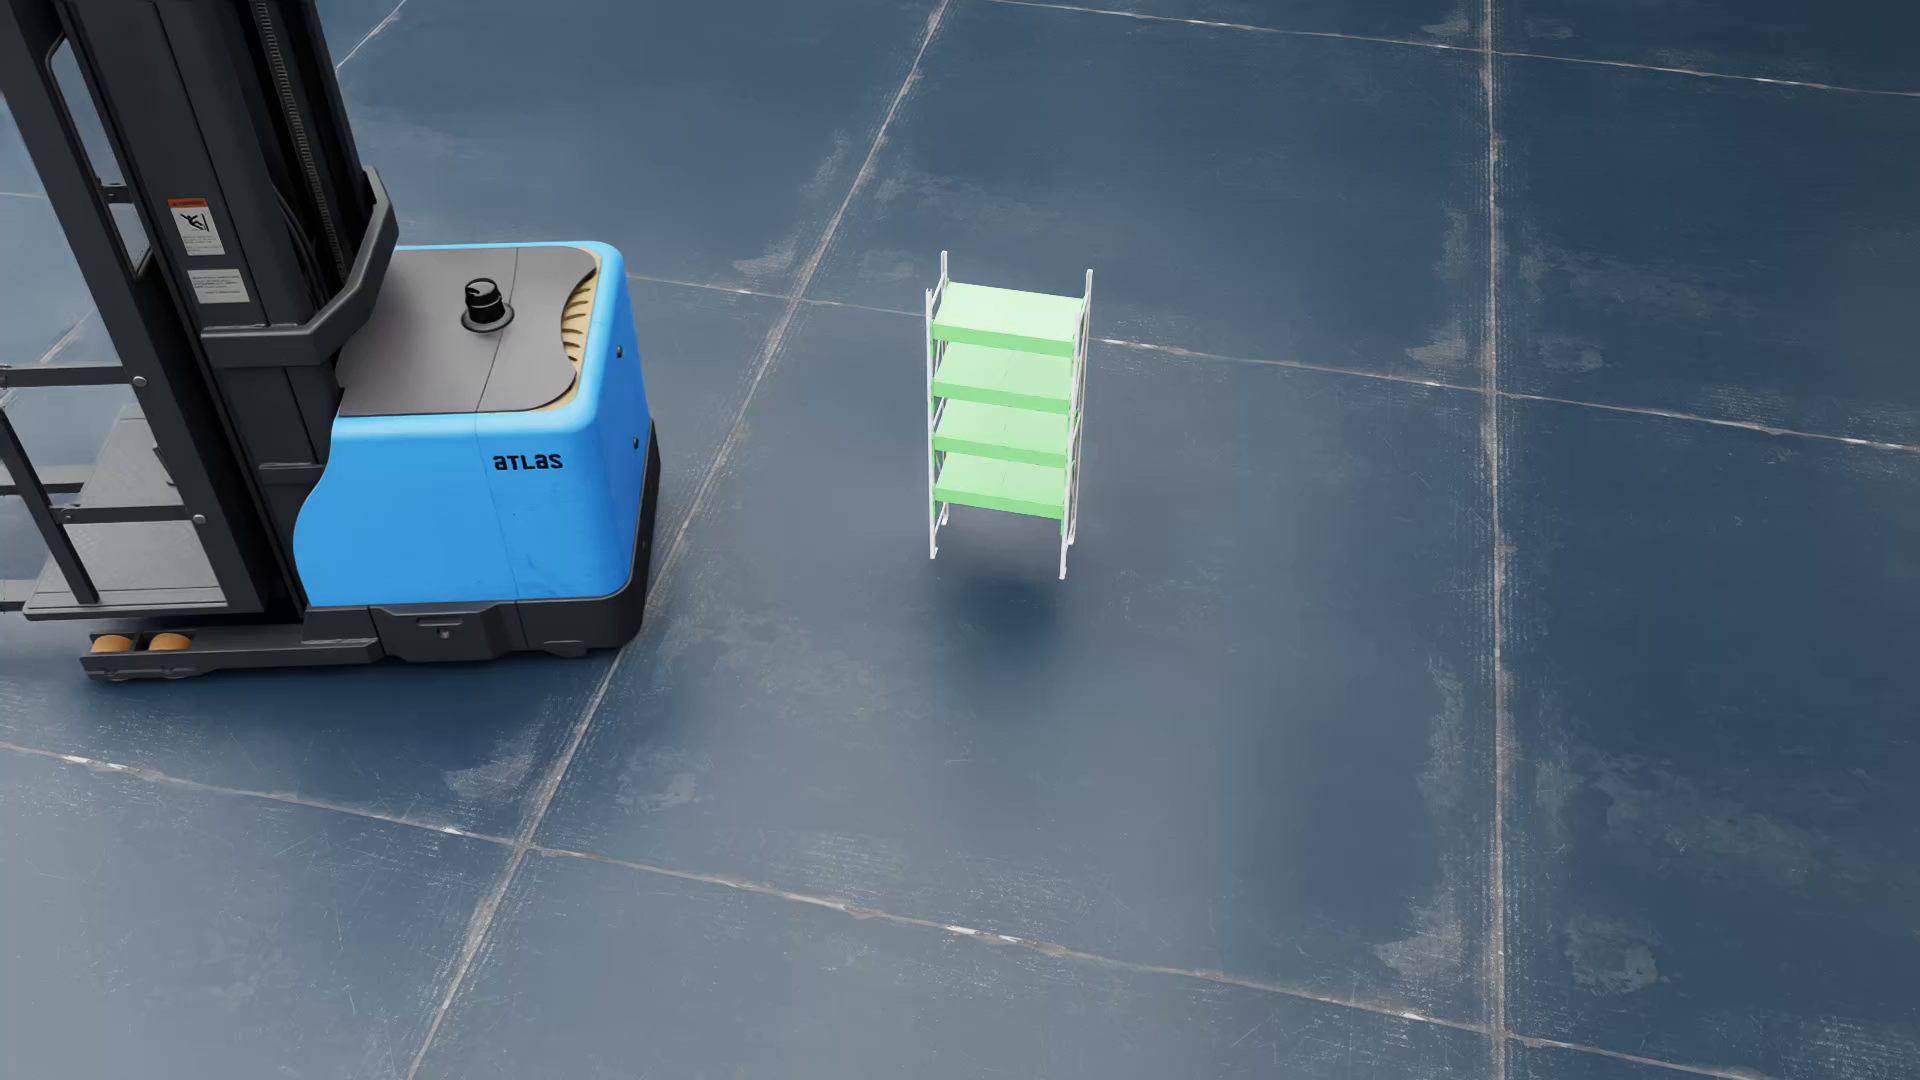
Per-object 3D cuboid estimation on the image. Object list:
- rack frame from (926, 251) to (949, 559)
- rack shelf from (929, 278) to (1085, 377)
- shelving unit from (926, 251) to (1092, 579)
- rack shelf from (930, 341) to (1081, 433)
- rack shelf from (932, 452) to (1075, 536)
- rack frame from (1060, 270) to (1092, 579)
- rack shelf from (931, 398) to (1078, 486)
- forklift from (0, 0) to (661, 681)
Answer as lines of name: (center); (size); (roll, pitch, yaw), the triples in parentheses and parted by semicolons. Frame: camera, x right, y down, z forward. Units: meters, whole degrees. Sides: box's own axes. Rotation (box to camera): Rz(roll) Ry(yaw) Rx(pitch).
rack frame: (-0.077, -0.444, 5.846); (0.015, 1.200, 0.240); (9, 45, 9)
rack shelf: (0.162, -0.707, 5.519); (0.480, 0.148, 0.258); (9, 45, 9)
shelving unit: (0.162, -0.407, 5.808); (0.503, 1.200, 0.258); (9, 45, 9)
rack shelf: (0.162, -0.534, 5.686); (0.480, 0.148, 0.258); (9, 45, 9)
rack shelf: (0.162, -0.188, 6.019); (0.480, 0.148, 0.258); (9, 45, 9)
rack frame: (0.400, -0.370, 5.769); (0.015, 1.200, 0.240); (9, 45, 9)
rack shelf: (0.162, -0.361, 5.852); (0.480, 0.148, 0.258); (9, 45, 9)
forklift: (-2.651, -0.947, 5.121); (3.031, 2.935, 1.130); (-2, 44, -2)
